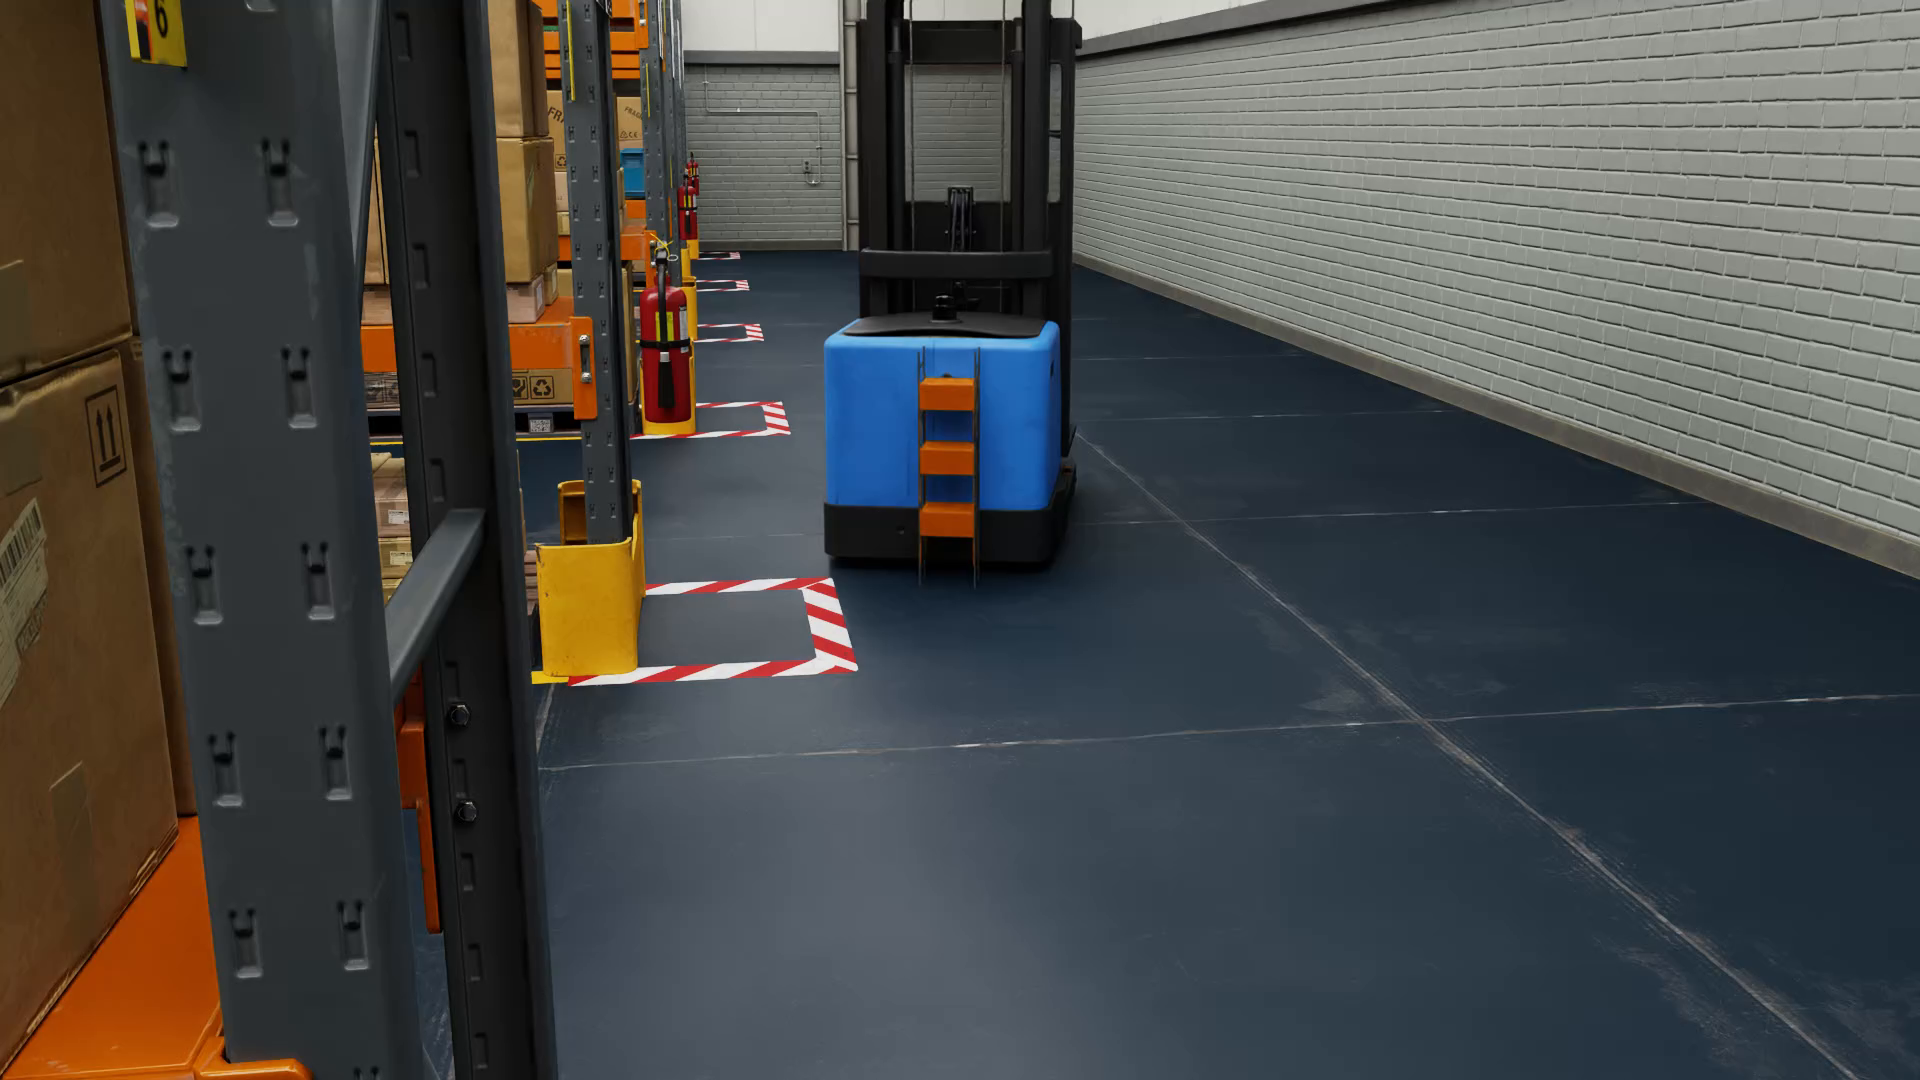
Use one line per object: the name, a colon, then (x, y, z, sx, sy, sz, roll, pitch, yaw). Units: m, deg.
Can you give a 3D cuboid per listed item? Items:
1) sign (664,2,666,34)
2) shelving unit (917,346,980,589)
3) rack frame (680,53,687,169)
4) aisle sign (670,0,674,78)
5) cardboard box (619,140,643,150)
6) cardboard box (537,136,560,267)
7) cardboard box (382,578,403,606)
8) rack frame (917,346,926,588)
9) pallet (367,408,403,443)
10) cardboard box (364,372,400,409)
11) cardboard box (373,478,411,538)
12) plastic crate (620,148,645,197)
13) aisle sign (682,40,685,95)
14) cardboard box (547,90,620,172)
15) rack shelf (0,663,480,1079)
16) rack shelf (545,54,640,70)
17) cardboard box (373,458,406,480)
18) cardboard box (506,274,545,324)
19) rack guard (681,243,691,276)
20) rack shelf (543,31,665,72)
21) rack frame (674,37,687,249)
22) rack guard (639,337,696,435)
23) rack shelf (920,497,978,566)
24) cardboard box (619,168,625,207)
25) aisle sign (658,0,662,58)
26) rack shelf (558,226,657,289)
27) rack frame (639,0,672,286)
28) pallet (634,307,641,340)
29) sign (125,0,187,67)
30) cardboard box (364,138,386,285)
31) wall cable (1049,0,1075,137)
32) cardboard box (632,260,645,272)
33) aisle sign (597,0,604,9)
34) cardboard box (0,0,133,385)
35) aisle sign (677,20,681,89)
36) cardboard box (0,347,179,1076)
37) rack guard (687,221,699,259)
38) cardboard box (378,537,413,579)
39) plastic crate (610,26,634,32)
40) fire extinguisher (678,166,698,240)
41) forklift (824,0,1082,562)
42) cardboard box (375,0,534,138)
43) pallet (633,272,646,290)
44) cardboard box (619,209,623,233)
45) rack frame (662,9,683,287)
sign: (-2.674, -4.752, 15.053, 0.005, 0.325, 0.100, -2, 14, -8)
shelving unit: (-0.047, -0.318, 7.331, 0.252, 1.050, 0.215, 1, 14, 6)
rack frame: (-4.247, -5.863, 25.433, 0.127, 3.000, 1.000, -2, 14, -8)
aisle sign: (-2.657, -4.673, 15.344, 0.004, 0.787, 0.394, -2, 14, -8)
cardboard box: (-3.908, -4.638, 20.344, 0.500, 0.500, 0.500, -2, 14, -7)
cardboard box: (-1.880, -1.335, 6.560, 0.500, 0.500, 0.500, -1, 14, -6)
cardboard box: (-2.123, 0.190, 6.294, 0.250, 0.149, 0.380, -2, 14, -7)
rack frame: (-0.169, -0.321, 7.343, 0.008, 1.050, 0.200, 1, 14, 6)
pallet: (-4.016, -0.845, 11.156, 1.213, 0.211, 1.003, -2, 14, -8)
cardboard box: (-3.554, -1.386, 11.087, 0.875, 0.875, 0.875, -2, 14, -8)
cardboard box: (-2.137, -0.126, 6.331, 0.250, 0.149, 0.380, -2, 14, -7)
plastic crate: (-3.075, -3.469, 15.692, 0.499, 0.435, 0.616, -2, 14, -8)
aisle sign: (-4.132, -7.054, 24.839, 0.004, 0.787, 0.394, -2, 14, -8)
cardboard box: (-2.476, -2.643, 10.749, 0.500, 0.500, 0.500, -2, 14, -8)
rack shelf: (-2.535, 0.517, 1.474, 4.000, 0.370, 1.077, -2, 14, -8)
rack shelf: (-5.483, -5.705, 20.116, 4.000, 0.370, 1.077, -2, 14, -8)
cardboard box: (-2.218, -0.225, 6.727, 0.250, 0.149, 0.380, -2, 14, -7)
cardboard box: (-1.675, -0.890, 6.121, 0.250, 0.149, 0.380, -2, 14, -8)
rack guard: (-3.581, -3.456, 20.975, 0.348, 0.500, 1.175, -2, 14, -8)
rack shelf: (-4.749, -4.513, 15.364, 4.000, 0.370, 1.077, -2, 14, -8)
rack frame: (-3.506, -4.671, 20.682, 0.127, 3.000, 1.000, -2, 14, -8)
rack guard: (-2.010, -1.077, 11.488, 0.348, 0.500, 1.175, -2, 14, -8)
rack shelf: (-0.047, -0.038, 7.401, 0.240, 0.259, 0.215, 1, 14, 6)
cardboard box: (-2.549, -2.407, 11.352, 0.500, 0.250, 0.500, -2, 14, -10)
aisle sign: (-1.918, -3.480, 10.587, 0.004, 0.787, 0.394, -2, 14, -8)
rack shelf: (-4.011, -1.867, 10.979, 4.000, 0.370, 1.077, -2, 14, -8)
rack frame: (-2.034, -2.288, 11.180, 0.127, 3.000, 1.000, -2, 14, -8)
pallet: (-3.593, -2.107, 16.188, 1.213, 0.211, 1.003, -2, 14, -8)
sign: (-0.490, -0.450, 0.983, 0.005, 0.325, 0.100, -2, 14, -8)
cardboard box: (-2.311, -1.189, 5.979, 0.500, 0.500, 0.500, -2, 14, -9)
wall cable: (1.399, -7.386, 25.555, 0.112, 2.526, 3.097, -2, 14, -8)
cardboard box: (-4.007, -3.593, 20.618, 0.500, 0.500, 0.500, -2, 14, -8)
aisle sign: (-1.278, -2.283, 5.815, 0.004, 0.787, 0.394, -2, 14, -8)
cardboard box: (-0.999, -0.363, 1.243, 0.500, 0.500, 0.500, -2, 14, -6)
aisle sign: (-3.393, -5.861, 20.082, 0.004, 0.787, 0.394, -2, 14, -8)
cardboard box: (-0.995, 0.128, 1.339, 0.500, 0.500, 0.500, -2, 14, -8)
rack guard: (-4.224, -4.651, 25.741, 0.348, 0.500, 1.175, -2, 14, -8)
cardboard box: (-2.141, 0.027, 6.332, 0.250, 0.149, 0.380, -2, 14, -10)
plastic crate: (-3.194, -4.924, 15.793, 0.590, 0.269, 0.497, -2, 14, -8)
fire extinguisher: (-2.555, -3.158, 15.571, 0.183, 0.674, 0.296, -2, 14, -8)
forklift: (0.057, -1.628, 8.687, 1.130, 2.935, 3.031, 2, 14, 6)
cardboard box: (-1.810, -1.693, 5.934, 0.500, 0.500, 0.500, -2, 14, -9)
pallet: (-4.369, -3.287, 20.894, 1.213, 0.211, 1.003, -2, 14, -8)
cardboard box: (-2.337, -2.074, 10.843, 0.250, 0.149, 0.380, -2, 14, -7)
rack frame: (-2.772, -3.480, 15.931, 0.127, 3.000, 1.000, -2, 14, -8)
